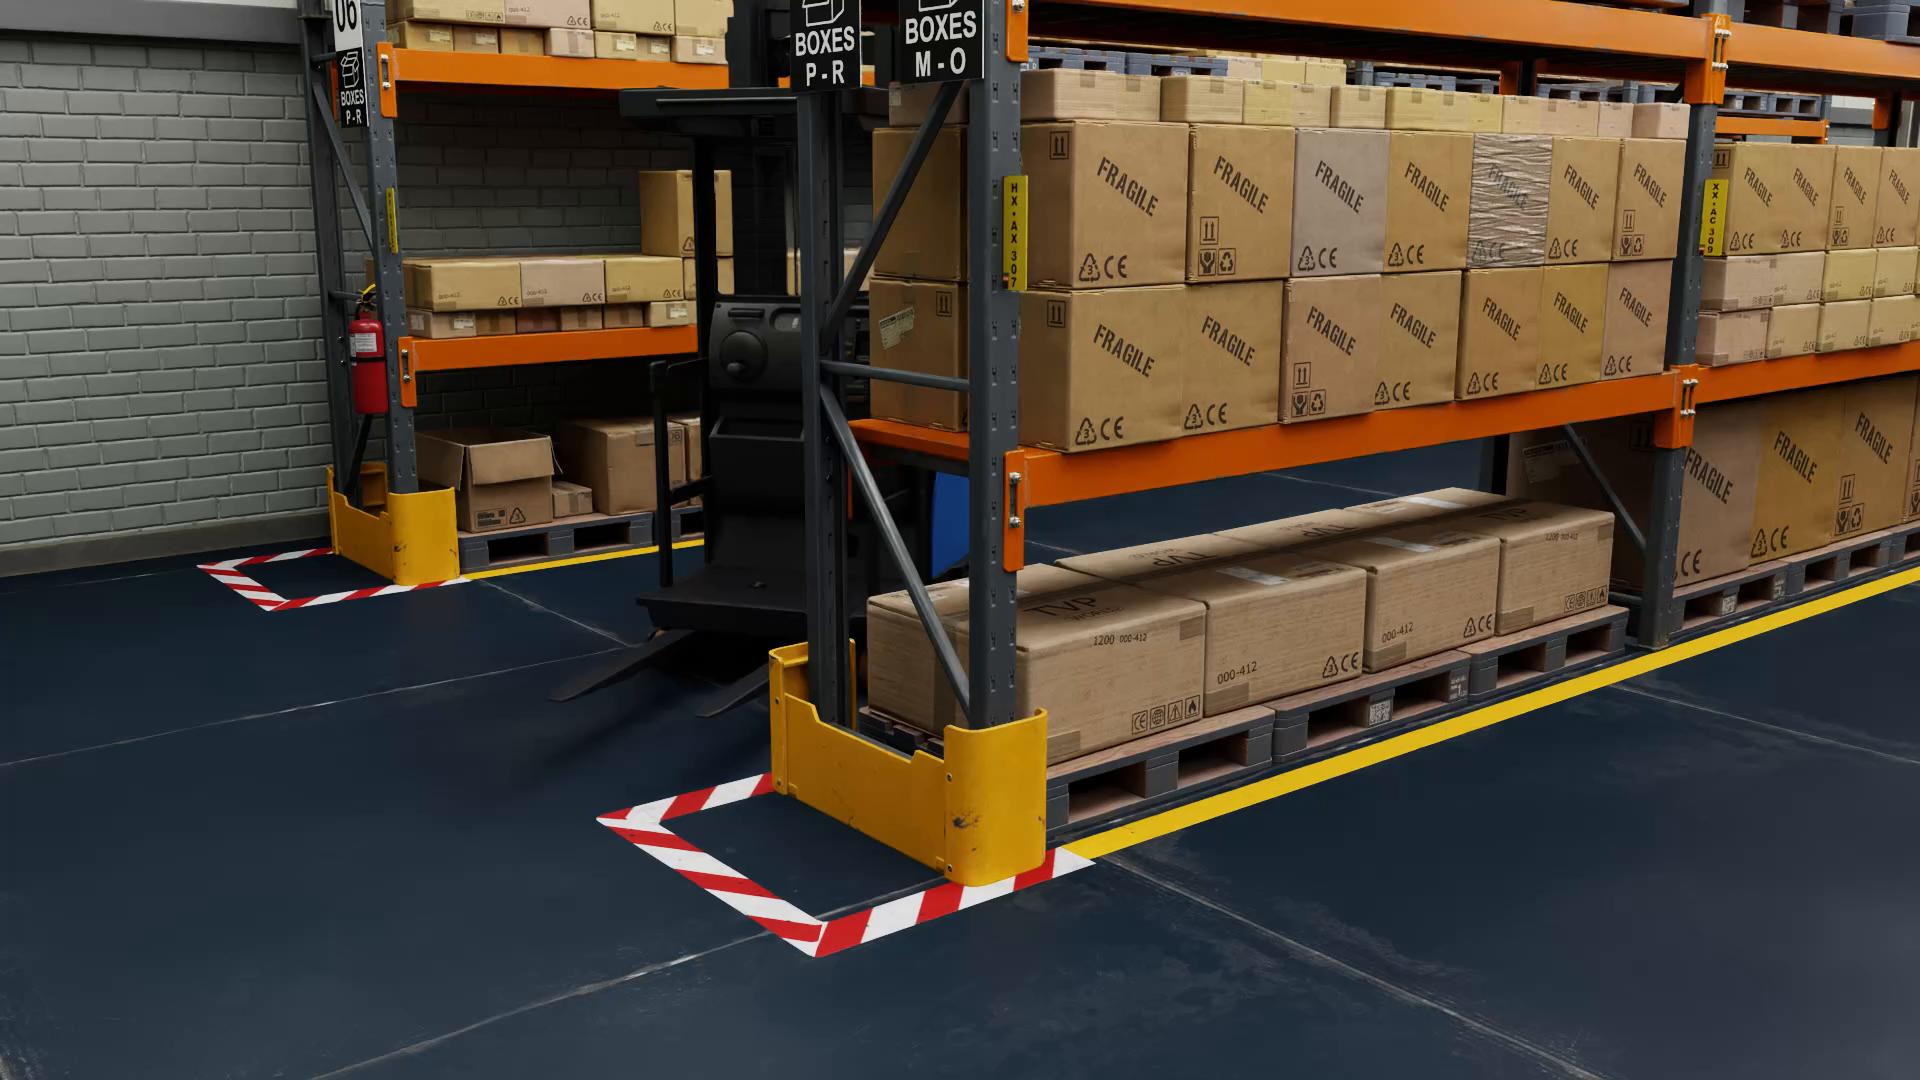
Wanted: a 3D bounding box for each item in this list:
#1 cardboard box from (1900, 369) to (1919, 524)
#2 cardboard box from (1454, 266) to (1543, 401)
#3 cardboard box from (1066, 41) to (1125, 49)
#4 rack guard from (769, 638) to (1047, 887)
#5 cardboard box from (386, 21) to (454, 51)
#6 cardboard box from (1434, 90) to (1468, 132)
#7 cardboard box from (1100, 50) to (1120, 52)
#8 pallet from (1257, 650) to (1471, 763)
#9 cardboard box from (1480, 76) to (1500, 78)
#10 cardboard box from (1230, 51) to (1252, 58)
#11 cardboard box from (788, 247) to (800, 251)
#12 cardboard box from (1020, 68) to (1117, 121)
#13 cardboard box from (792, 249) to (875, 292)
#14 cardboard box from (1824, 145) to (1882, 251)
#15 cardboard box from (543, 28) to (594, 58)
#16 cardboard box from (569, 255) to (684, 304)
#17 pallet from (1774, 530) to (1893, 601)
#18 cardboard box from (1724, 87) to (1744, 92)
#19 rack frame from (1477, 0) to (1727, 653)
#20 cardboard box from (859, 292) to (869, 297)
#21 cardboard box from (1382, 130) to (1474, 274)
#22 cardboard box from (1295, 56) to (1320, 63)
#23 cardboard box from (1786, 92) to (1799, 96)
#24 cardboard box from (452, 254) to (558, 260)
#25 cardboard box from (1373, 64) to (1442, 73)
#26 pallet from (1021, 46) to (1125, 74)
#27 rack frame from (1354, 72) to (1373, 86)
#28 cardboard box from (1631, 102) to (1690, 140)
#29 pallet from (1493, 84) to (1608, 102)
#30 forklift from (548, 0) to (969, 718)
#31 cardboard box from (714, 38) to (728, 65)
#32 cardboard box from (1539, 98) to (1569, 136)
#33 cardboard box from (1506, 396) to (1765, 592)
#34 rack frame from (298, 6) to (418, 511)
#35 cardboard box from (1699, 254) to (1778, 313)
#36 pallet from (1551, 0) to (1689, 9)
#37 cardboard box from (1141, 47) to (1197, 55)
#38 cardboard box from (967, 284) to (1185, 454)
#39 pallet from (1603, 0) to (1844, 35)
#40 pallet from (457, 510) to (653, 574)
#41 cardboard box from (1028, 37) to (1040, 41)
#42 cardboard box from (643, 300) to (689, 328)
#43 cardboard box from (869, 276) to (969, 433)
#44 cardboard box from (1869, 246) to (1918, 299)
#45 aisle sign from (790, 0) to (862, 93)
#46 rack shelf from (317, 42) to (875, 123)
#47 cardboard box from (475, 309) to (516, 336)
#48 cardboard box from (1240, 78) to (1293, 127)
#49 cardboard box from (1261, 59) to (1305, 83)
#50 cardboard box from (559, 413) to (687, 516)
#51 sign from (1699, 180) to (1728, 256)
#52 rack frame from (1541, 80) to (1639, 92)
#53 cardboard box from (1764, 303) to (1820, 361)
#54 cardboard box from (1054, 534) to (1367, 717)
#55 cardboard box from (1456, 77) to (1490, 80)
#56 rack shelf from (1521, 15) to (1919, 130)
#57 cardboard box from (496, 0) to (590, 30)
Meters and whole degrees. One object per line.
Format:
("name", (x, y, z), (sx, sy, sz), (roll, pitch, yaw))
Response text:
("cardboard box", (5.473, -0.644, 10.043), (0.875, 0.875, 0.875), (-10, 15, -38))
("cardboard box", (1.957, -0.847, 6.654), (0.500, 0.500, 0.500), (-10, 15, -38))
("cardboard box", (0.931, -3.508, 11.560), (0.250, 0.149, 0.380), (-9, 15, -37))
("rack guard", (-0.201, 0.710, 5.581), (0.348, 0.500, 1.175), (-9, 15, -38))
("cardboard box", (-2.892, -2.668, 8.857), (0.250, 0.149, 0.380), (-9, 15, -36))
("cardboard box", (1.679, -1.609, 6.273), (0.250, 0.149, 0.380), (-9, 15, -38))
("cardboard box", (0.988, -3.672, 12.331), (0.250, 0.149, 0.380), (-9, 15, -37))
("pallet", (1.345, 0.574, 6.916), (1.213, 0.211, 1.003), (-9, 15, -38))
("cardboard box", (4.813, -4.184, 14.744), (0.250, 0.149, 0.380), (-10, 15, -38))
("cardboard box", (2.006, -3.738, 12.692), (0.250, 0.149, 0.380), (-9, 15, -37))
("cardboard box", (-1.105, -1.825, 11.146), (0.500, 0.250, 0.500), (-10, 15, -38))
("cardboard box", (0.268, -1.372, 5.160), (0.250, 0.149, 0.380), (-9, 15, -36))
("cardboard box", (-0.790, -1.738, 10.739), (0.500, 0.250, 0.500), (-9, 15, -37))
("cardboard box", (4.238, -1.718, 8.352), (0.500, 0.500, 0.500), (-10, 16, -39))
("cardboard box", (-2.234, -2.753, 9.255), (0.250, 0.149, 0.380), (-9, 15, -36))
("cardboard box", (-1.976, -1.539, 9.802), (0.500, 0.250, 0.500), (-10, 15, -39))
("pallet", (4.450, 0.058, 9.349), (1.213, 0.211, 1.003), (-9, 15, -38))
("cardboard box", (7.671, -4.885, 17.192), (0.637, 0.503, 0.797), (-9, 15, -36))
("rack frame", (2.941, -1.035, 7.781), (0.127, 3.000, 1.000), (-9, 15, -38))
("cardboard box", (-0.631, -1.559, 10.855), (0.250, 0.149, 0.380), (-9, 15, -36))
("cardboard box", (1.556, -1.271, 6.245), (0.500, 0.500, 0.500), (-9, 15, -37))
("cardboard box", (2.620, -3.832, 13.133), (0.250, 0.149, 0.380), (-10, 15, -39))
("cardboard box", (8.751, -4.838, 17.825), (0.250, 0.149, 0.380), (-10, 16, -39))
("cardboard box", (-2.689, -1.562, 9.908), (0.500, 0.250, 0.500), (-9, 15, -37))
("cardboard box", (3.679, -4.183, 13.895), (0.500, 0.500, 0.500), (-9, 15, -37))
("pallet", (0.391, -3.288, 11.623), (1.003, 0.211, 1.213), (-9, 15, -38))
("rack frame", (2.961, -2.358, 14.014), (0.127, 3.000, 1.000), (-9, 15, -38))
("cardboard box", (2.900, -1.799, 7.168), (0.250, 0.149, 0.380), (-10, 15, -39))
("pallet", (5.404, -4.135, 15.618), (1.217, 0.209, 0.805), (-10, 16, -40))
("forklift", (-0.757, -0.895, 7.285), (1.130, 2.935, 3.031), (4, 13, 18))
("cardboard box", (-1.442, -2.885, 9.876), (0.250, 0.149, 0.380), (-9, 15, -37))
("cardboard box", (2.239, -1.715, 6.776), (0.250, 0.149, 0.380), (-10, 15, -38))
("cardboard box", (3.375, -0.294, 8.398), (0.875, 0.875, 0.875), (-9, 15, -36))
("rack frame", (-3.286, -1.320, 9.125), (0.127, 3.000, 1.000), (-9, 15, -38))
("cardboard box", (3.461, -1.217, 7.798), (0.500, 0.250, 0.500), (-10, 16, -39))
("pallet", (2.296, -2.354, 6.986), (1.213, 0.211, 1.003), (-9, 15, -38))
("cardboard box", (1.504, -3.616, 12.068), (0.250, 0.149, 0.380), (-9, 15, -36))
("cardboard box", (0.372, -0.580, 5.400), (0.500, 0.500, 0.500), (-10, 15, -38))
("pallet", (3.626, -2.535, 8.087), (1.217, 0.209, 0.805), (-10, 16, -40))
("pallet", (-2.605, -0.070, 9.949), (1.213, 0.211, 1.003), (-9, 15, -38))
("cardboard box", (0.319, -3.412, 11.109), (0.250, 0.149, 0.380), (-9, 15, -37))
("cardboard box", (-1.821, -1.355, 9.892), (0.250, 0.149, 0.380), (-10, 16, -39))
("cardboard box", (0.029, -0.670, 5.823), (0.500, 0.500, 0.500), (-9, 15, -37))
("cardboard box", (4.655, -1.417, 8.736), (0.500, 0.250, 0.500), (-10, 16, -39))
("aisle sign", (-0.432, -1.828, 5.259), (0.004, 0.787, 0.394), (-9, 15, -38))
("rack shelf", (-1.724, -2.695, 10.111), (4.000, 0.370, 1.077), (-9, 15, -38))
("cardboard box", (-2.688, -1.236, 9.334), (0.250, 0.149, 0.380), (-9, 15, -36))
("cardboard box", (0.897, -1.470, 5.620), (0.250, 0.149, 0.380), (-10, 16, -39))
("cardboard box", (2.320, -3.581, 12.911), (0.500, 0.250, 0.500), (-9, 15, -37))
("cardboard box", (-2.057, -0.472, 10.135), (0.500, 0.500, 0.700), (-9, 15, -35))
("sign", (3.289, -1.407, 7.259), (0.005, 0.325, 0.100), (-9, 15, -38))
("rack frame", (6.084, -5.812, 15.835), (0.127, 3.000, 1.000), (-9, 15, -38))
("cardboard box", (3.853, -1.043, 8.181), (0.500, 0.250, 0.500), (-10, 16, -39))
("cardboard box", (0.980, 0.310, 6.604), (0.875, 0.438, 0.875), (-9, 15, -36))
("cardboard box", (4.576, -4.254, 15.032), (0.250, 0.166, 0.380), (-9, 15, -38))
("rack shelf", (4.503, -2.410, 8.766), (4.000, 0.370, 1.077), (-9, 15, -38))
("cardboard box", (-2.385, -2.942, 9.187), (0.500, 0.250, 0.500), (-9, 15, -37))
